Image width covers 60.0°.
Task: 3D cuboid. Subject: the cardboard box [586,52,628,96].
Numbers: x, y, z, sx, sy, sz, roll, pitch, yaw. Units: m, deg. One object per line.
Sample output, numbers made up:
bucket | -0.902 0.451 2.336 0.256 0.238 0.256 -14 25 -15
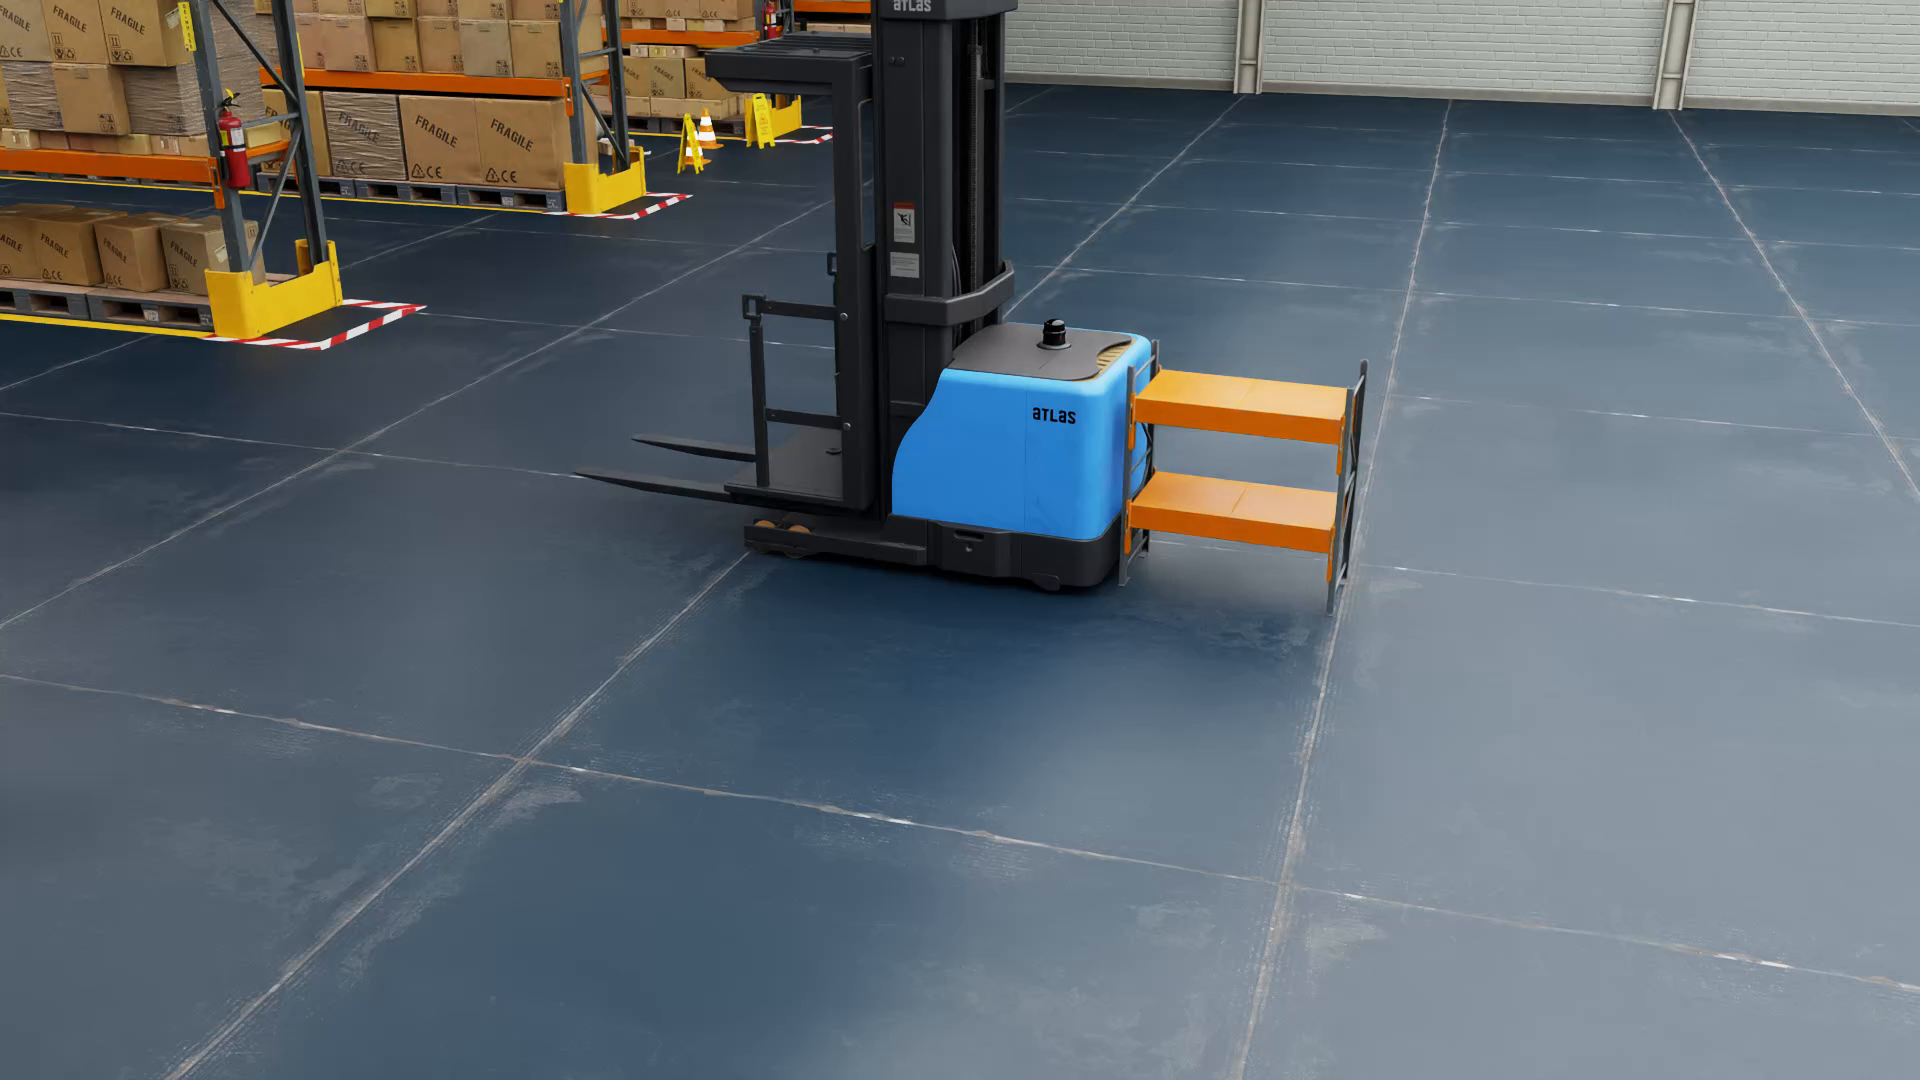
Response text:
cardboard box | -4.688 -6.138 21.862 0.500 0.500 0.500 8 24 18

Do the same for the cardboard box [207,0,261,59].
cardboard box | -5.667 -3.910 12.508 0.500 0.500 0.500 7 23 16

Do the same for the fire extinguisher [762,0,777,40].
fire extinguisher | -2.380 -6.489 20.738 0.183 0.674 0.296 7 23 16

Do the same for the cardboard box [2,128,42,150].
cardboard box | -7.018 -3.070 12.633 0.250 0.149 0.380 7 23 16

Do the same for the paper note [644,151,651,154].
paper note | -3.837 -4.711 20.215 0.142 0.019 0.148 -1 22 -3

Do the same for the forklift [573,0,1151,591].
forklift | -0.583 -1.439 8.416 3.031 2.935 1.130 8 24 19

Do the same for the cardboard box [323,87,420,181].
cardboard box | -6.073 -4.353 17.676 0.875 0.875 0.875 7 23 16

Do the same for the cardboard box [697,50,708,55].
cardboard box | -3.574 -6.221 22.064 0.500 0.500 0.500 6 23 14

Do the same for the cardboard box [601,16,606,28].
cardboard box | -4.506 -6.715 21.518 0.250 0.149 0.380 6 23 15

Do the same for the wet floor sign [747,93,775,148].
wet floor sign | -2.484 -5.206 20.611 0.232 0.644 0.267 16 27 34

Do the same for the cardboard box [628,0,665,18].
cardboard box | -3.912 -6.961 21.263 0.500 0.500 0.500 6 23 15

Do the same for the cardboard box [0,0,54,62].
cardboard box | -6.776 -3.829 12.312 0.500 0.500 0.500 7 23 16

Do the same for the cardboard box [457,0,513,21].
cardboard box | -4.587 -5.546 16.716 0.550 0.550 0.875 7 23 16

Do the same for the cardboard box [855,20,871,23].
cardboard box | -1.332 -8.015 26.108 0.500 0.250 0.500 6 23 15

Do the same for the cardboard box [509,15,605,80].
cardboard box | -4.058 -4.989 16.781 0.550 0.550 0.875 7 23 16

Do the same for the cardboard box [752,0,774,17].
cardboard box | -2.730 -7.041 21.459 0.500 0.500 0.500 6 23 15

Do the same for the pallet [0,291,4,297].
pallet | -8.396 -2.192 13.835 1.213 0.211 1.003 7 23 16

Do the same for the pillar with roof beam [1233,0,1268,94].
pillar with roof beam | 3.168 -9.466 19.989 0.400 9.000 9.100 7 23 16

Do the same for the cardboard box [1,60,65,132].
cardboard box | -6.718 -3.440 12.680 0.500 0.500 0.875 7 23 16

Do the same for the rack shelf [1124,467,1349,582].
rack shelf | 1.361 -0.088 8.146 1.000 0.278 0.538 8 24 19

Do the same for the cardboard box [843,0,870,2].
cardboard box | -1.474 -8.513 25.440 0.500 0.500 0.500 6 23 14

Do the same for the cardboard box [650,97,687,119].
cardboard box | -3.702 -5.677 21.728 0.500 0.250 0.500 7 23 16

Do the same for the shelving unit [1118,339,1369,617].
shelving unit | 1.361 -0.314 8.053 1.048 1.125 0.538 8 24 19

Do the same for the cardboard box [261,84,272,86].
cardboard box | -9.478 -6.494 23.559 0.625 0.372 0.950 5 23 12

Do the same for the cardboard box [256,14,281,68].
cardboard box | -7.163 -5.367 17.703 0.550 0.550 0.875 7 23 16

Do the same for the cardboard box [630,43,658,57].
cardboard box | -4.061 -6.341 21.503 0.250 0.149 0.380 8 23 18

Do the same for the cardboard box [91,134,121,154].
cardboard box | -6.280 -3.013 12.495 0.250 0.149 0.380 7 23 16

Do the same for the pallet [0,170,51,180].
pallet | -10.616 -4.368 19.141 1.213 0.211 1.003 7 23 16

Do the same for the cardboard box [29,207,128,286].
cardboard box | -6.988 -2.345 13.274 0.500 0.500 0.500 9 24 20

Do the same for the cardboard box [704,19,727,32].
cardboard box | -3.051 -6.539 21.090 0.250 0.149 0.380 6 23 15

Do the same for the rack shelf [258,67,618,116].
rack shelf | -5.605 -4.781 17.422 4.000 0.370 1.077 7 23 16

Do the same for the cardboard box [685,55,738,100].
cardboard box | -3.199 -5.967 21.445 0.500 0.500 0.500 7 23 16

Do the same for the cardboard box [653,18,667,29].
cardboard box | -3.750 -6.671 21.412 0.250 0.149 0.380 7 23 16

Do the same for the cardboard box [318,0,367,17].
cardboard box | -6.139 -5.722 17.147 0.550 0.550 0.875 7 23 16

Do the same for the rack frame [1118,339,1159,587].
rack frame | 0.884 -0.381 8.217 0.032 1.125 0.500 8 24 19

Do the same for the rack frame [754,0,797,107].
rack frame | -2.357 -6.705 21.162 0.127 3.000 1.000 7 23 16

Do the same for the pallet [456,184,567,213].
pallet | -4.478 -3.664 17.425 1.213 0.211 1.003 7 23 15

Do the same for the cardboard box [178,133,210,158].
cardboard box | -5.552 -2.944 12.326 0.250 0.149 0.380 7 23 16

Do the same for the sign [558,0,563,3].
sign | -3.860 -5.345 16.009 0.005 0.325 0.100 7 23 16

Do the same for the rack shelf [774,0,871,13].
rack shelf | -2.841 -8.395 26.231 4.000 0.370 1.077 7 23 16

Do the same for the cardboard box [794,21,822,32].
cardboard box | -2.434 -7.936 25.916 0.500 0.250 0.500 7 23 16

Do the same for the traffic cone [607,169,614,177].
traffic cone | -3.788 -4.295 18.632 0.334 0.463 0.336 7 23 16

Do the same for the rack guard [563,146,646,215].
rack guard | -3.667 -3.736 17.219 0.348 0.500 1.175 7 23 16

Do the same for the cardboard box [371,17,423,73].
cardboard box | -5.610 -5.191 17.275 0.500 0.550 0.875 7 23 16
